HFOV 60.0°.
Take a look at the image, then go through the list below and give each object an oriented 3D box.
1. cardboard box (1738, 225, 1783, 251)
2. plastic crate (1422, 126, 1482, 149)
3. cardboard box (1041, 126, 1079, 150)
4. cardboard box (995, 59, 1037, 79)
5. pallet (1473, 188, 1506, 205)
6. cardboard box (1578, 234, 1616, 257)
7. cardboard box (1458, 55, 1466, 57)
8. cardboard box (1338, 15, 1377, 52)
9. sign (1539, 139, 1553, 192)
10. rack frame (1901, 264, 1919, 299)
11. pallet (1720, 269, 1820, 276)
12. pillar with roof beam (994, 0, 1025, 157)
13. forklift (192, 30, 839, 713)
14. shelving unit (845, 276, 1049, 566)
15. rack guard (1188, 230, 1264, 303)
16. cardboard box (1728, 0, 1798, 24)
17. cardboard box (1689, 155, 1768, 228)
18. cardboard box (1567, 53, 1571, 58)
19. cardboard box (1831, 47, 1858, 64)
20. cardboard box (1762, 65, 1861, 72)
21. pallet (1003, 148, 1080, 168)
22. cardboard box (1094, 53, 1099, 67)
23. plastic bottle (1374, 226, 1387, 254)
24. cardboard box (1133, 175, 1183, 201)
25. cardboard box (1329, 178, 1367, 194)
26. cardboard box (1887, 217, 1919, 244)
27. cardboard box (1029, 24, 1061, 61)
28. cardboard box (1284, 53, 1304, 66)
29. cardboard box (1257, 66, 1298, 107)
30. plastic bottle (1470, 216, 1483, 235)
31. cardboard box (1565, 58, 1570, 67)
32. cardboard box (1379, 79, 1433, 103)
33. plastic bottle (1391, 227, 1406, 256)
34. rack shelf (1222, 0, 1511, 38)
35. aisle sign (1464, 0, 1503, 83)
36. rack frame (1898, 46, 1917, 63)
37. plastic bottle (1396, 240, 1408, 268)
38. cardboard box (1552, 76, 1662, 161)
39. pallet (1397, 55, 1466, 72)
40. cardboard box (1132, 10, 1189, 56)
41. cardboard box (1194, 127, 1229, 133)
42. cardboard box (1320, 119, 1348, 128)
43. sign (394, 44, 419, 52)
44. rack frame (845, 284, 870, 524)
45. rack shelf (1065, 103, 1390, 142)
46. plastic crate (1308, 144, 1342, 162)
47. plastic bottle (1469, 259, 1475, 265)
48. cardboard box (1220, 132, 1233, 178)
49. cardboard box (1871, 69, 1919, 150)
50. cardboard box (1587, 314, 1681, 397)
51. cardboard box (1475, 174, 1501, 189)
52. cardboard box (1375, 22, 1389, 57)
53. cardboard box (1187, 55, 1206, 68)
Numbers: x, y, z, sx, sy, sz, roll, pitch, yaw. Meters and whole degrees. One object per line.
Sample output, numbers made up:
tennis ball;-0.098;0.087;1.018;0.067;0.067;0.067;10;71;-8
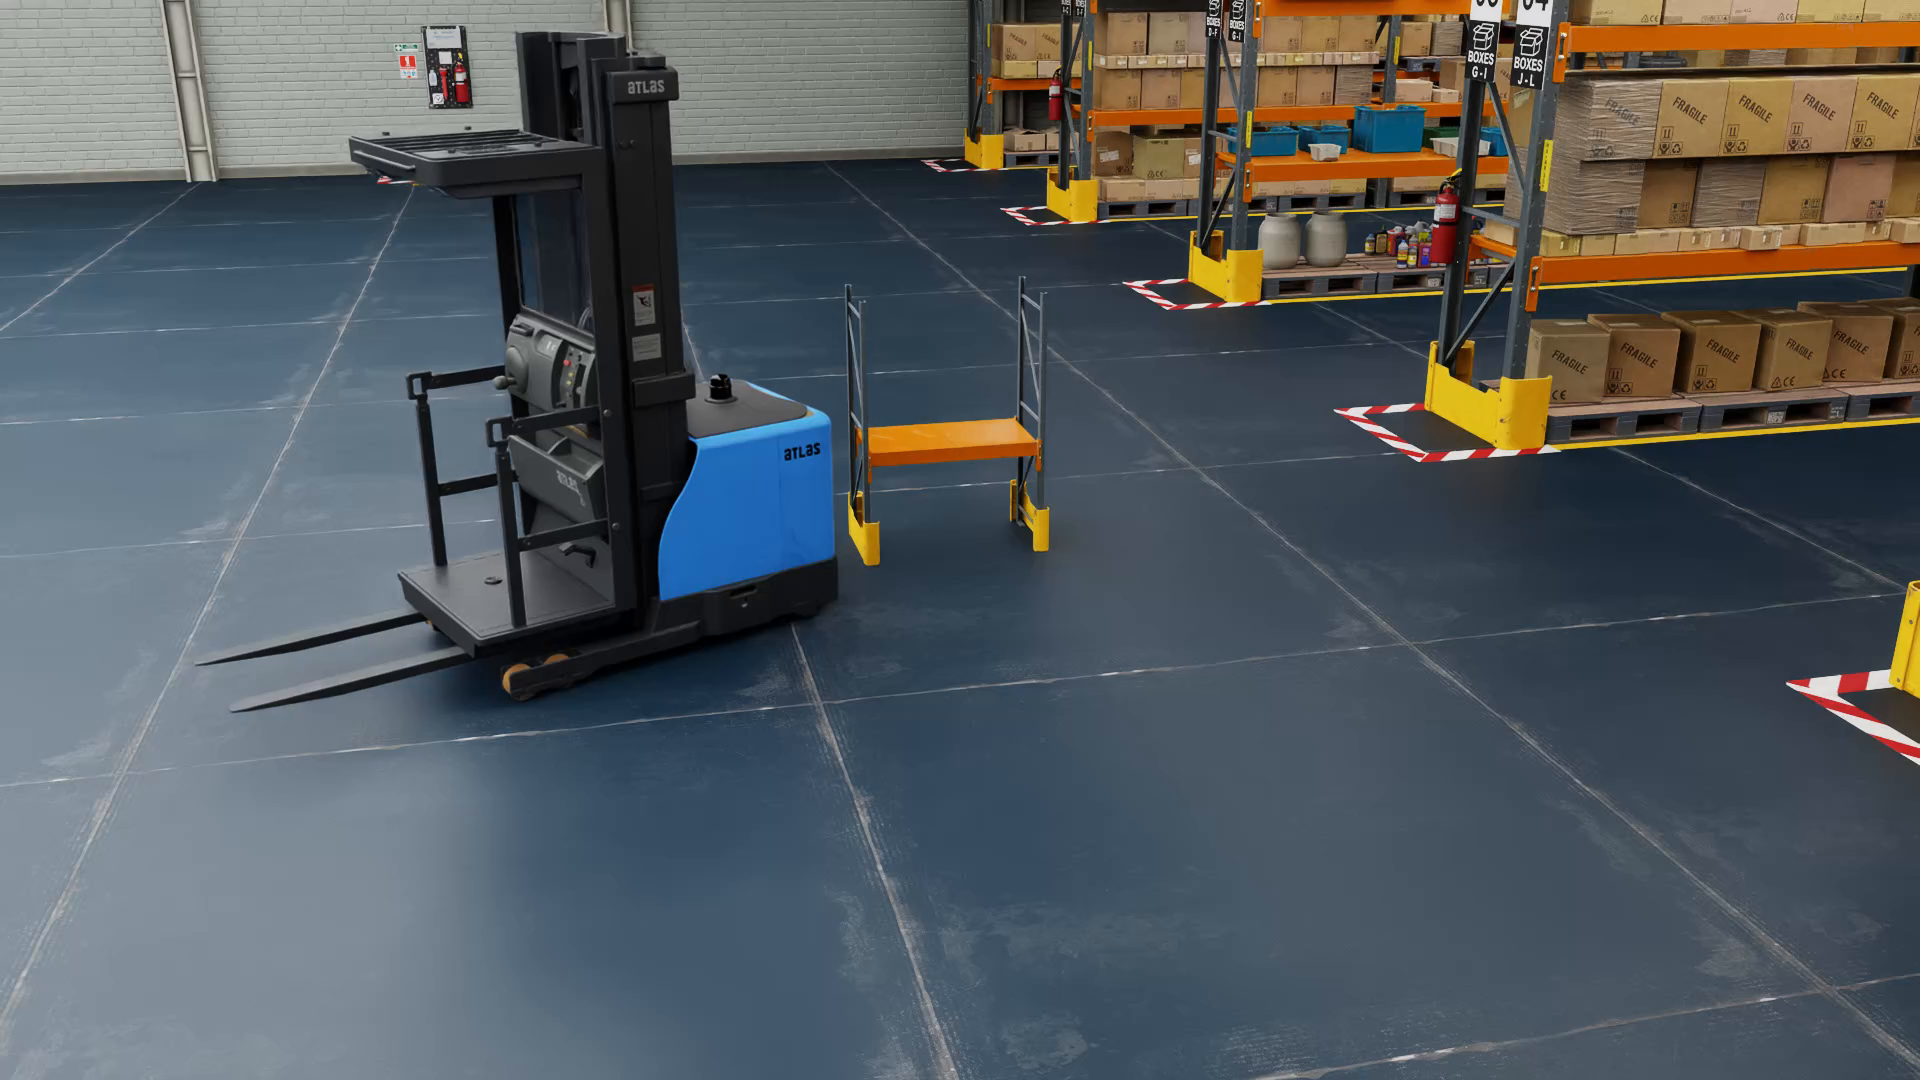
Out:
cardboard box;5.526;-2.138;11.656;0.250;0.149;0.380;-5;21;-12
plastic crate;5.078;-4.089;16.925;0.662;0.188;0.450;-5;21;-12
cardboard box;1.541;-6.215;25.689;0.500;0.311;0.500;-3;20;-8
cardboard box;0.840;-7.072;24.950;0.500;0.250;0.500;-5;21;-14
pallet;7.226;-4.720;22.392;1.213;0.211;1.003;-5;21;-12
cardboard box;4.291;-2.065;11.457;0.250;0.149;0.380;-5;21;-12
cardboard box;8.335;-7.837;27.185;0.250;0.149;0.380;-4;21;-12
cardboard box;4.898;-6.479;21.109;0.500;0.500;0.700;-5;21;-12
sign;3.836;-2.452;10.889;0.005;0.325;0.100;-5;21;-12
rack frame;7.604;-2.544;12.398;0.127;3.000;1.000;-5;21;-12
pallet;8.409;-3.065;17.875;1.213;0.211;1.003;-5;21;-12
pillar with roof beam;1.765;-8.922;21.088;0.400;9.000;9.100;-5;21;-12
forklift;-2.124;-0.833;7.827;3.031;2.935;1.130;-15;25;-34
shelving unit;-0.074;-0.698;9.540;1.083;1.500;0.587;-5;21;-12
rack guard;2.635;-2.733;16.549;0.348;0.500;1.175;-5;21;-12
cardboard box;5.223;-3.598;11.132;0.500;0.250;0.500;-5;21;-13
cardboard box;5.208;-2.553;11.845;0.500;0.500;0.875;-5;21;-12
cardboard box;9.604;-8.060;26.851;0.500;0.500;0.500;-5;21;-13
cardboard box;11.946;-6.699;22.985;0.500;0.500;0.700;-1;20;-4
cardboard box;6.135;-3.170;12.075;0.500;0.500;0.500;-5;21;-12
pallet;1.165;-5.950;25.751;1.213;0.211;1.003;-5;21;-12
cardboard box;1.763;-5.989;20.714;0.250;0.149;0.380;-5;21;-13
plastic bottle;4.368;-3.124;17.290;0.133;0.283;0.061;-4;21;-11
cardboard box;2.494;-4.458;21.011;0.500;0.250;0.500;-5;21;-12
cardboard box;4.927;-4.656;21.551;0.500;0.250;0.500;-5;21;-12
cardboard box;6.742;-2.237;11.925;0.250;0.149;0.380;-5;21;-12
cardboard box;1.309;-7.465;24.932;0.500;0.500;0.500;-5;21;-12
cardboard box;4.122;-6.038;20.849;0.250;0.149;0.380;-5;21;-13
cardboard box;3.897;-5.787;21.107;0.500;0.500;0.700;-4;21;-12
plastic bottle;5.400;-3.224;17.468;0.185;0.351;0.144;-6;21;-15
cardboard box;9.697;-7.786;27.043;0.250;0.149;0.380;-4;21;-12
cardboard box;5.797;-5.843;21.623;0.500;0.250;0.500;-3;20;-9
plastic bottle;4.535;-3.083;17.180;0.133;0.283;0.061;-5;21;-12
rack shelf;4.518;-5.114;16.099;4.000;0.370;1.077;-5;21;-12
aisle sign;3.582;-3.543;11.347;0.004;0.787;0.394;-5;21;-12
rack frame;10.357;-4.518;17.788;0.127;3.000;1.000;-5;21;-12
plastic bottle;4.408;-2.850;16.560;0.097;0.271;0.097;0;20;0
cardboard box;4.309;-2.835;11.163;0.500;0.500;0.500;-5;21;-12
pallet;7.408;-7.652;26.622;1.003;0.211;1.213;-5;21;-12
cardboard box;2.455;-6.280;20.565;0.500;0.500;0.700;-5;21;-14
cardboard box;3.345;-5.067;21.582;0.500;0.500;0.500;-5;21;-12
cardboard box;5.894;-6.699;26.736;0.500;0.500;0.700;-4;21;-12
sign;-8.034;-7.142;24.129;0.331;0.109;0.001;-5;21;-12
rack frame;-0.578;-0.657;9.428;0.032;1.500;0.500;-5;21;-12
rack shelf;3.382;-5.364;21.142;4.000;0.370;1.077;-5;21;-12
plastic crate;3.517;-3.724;16.004;0.250;0.136;0.298;-5;21;-12
plastic bottle;5.135;-2.876;16.733;0.097;0.201;0.097;0;20;0
cardboard box;3.469;-4.887;21.092;0.500;0.500;0.500;-5;21;-12
cardboard box;6.743;-3.032;11.699;0.500;0.500;0.500;-5;21;-12
cardboard box;4.897;-1.353;12.171;0.500;0.500;0.500;1;20;2
cardboard box;6.779;-4.797;21.936;0.500;0.250;0.500;-5;21;-14
cardboard box;6.415;-7.941;26.348;0.500;0.500;0.700;-5;21;-12
cardboard box;2.871;-5.936;20.570;0.250;0.149;0.380;-5;21;-14
